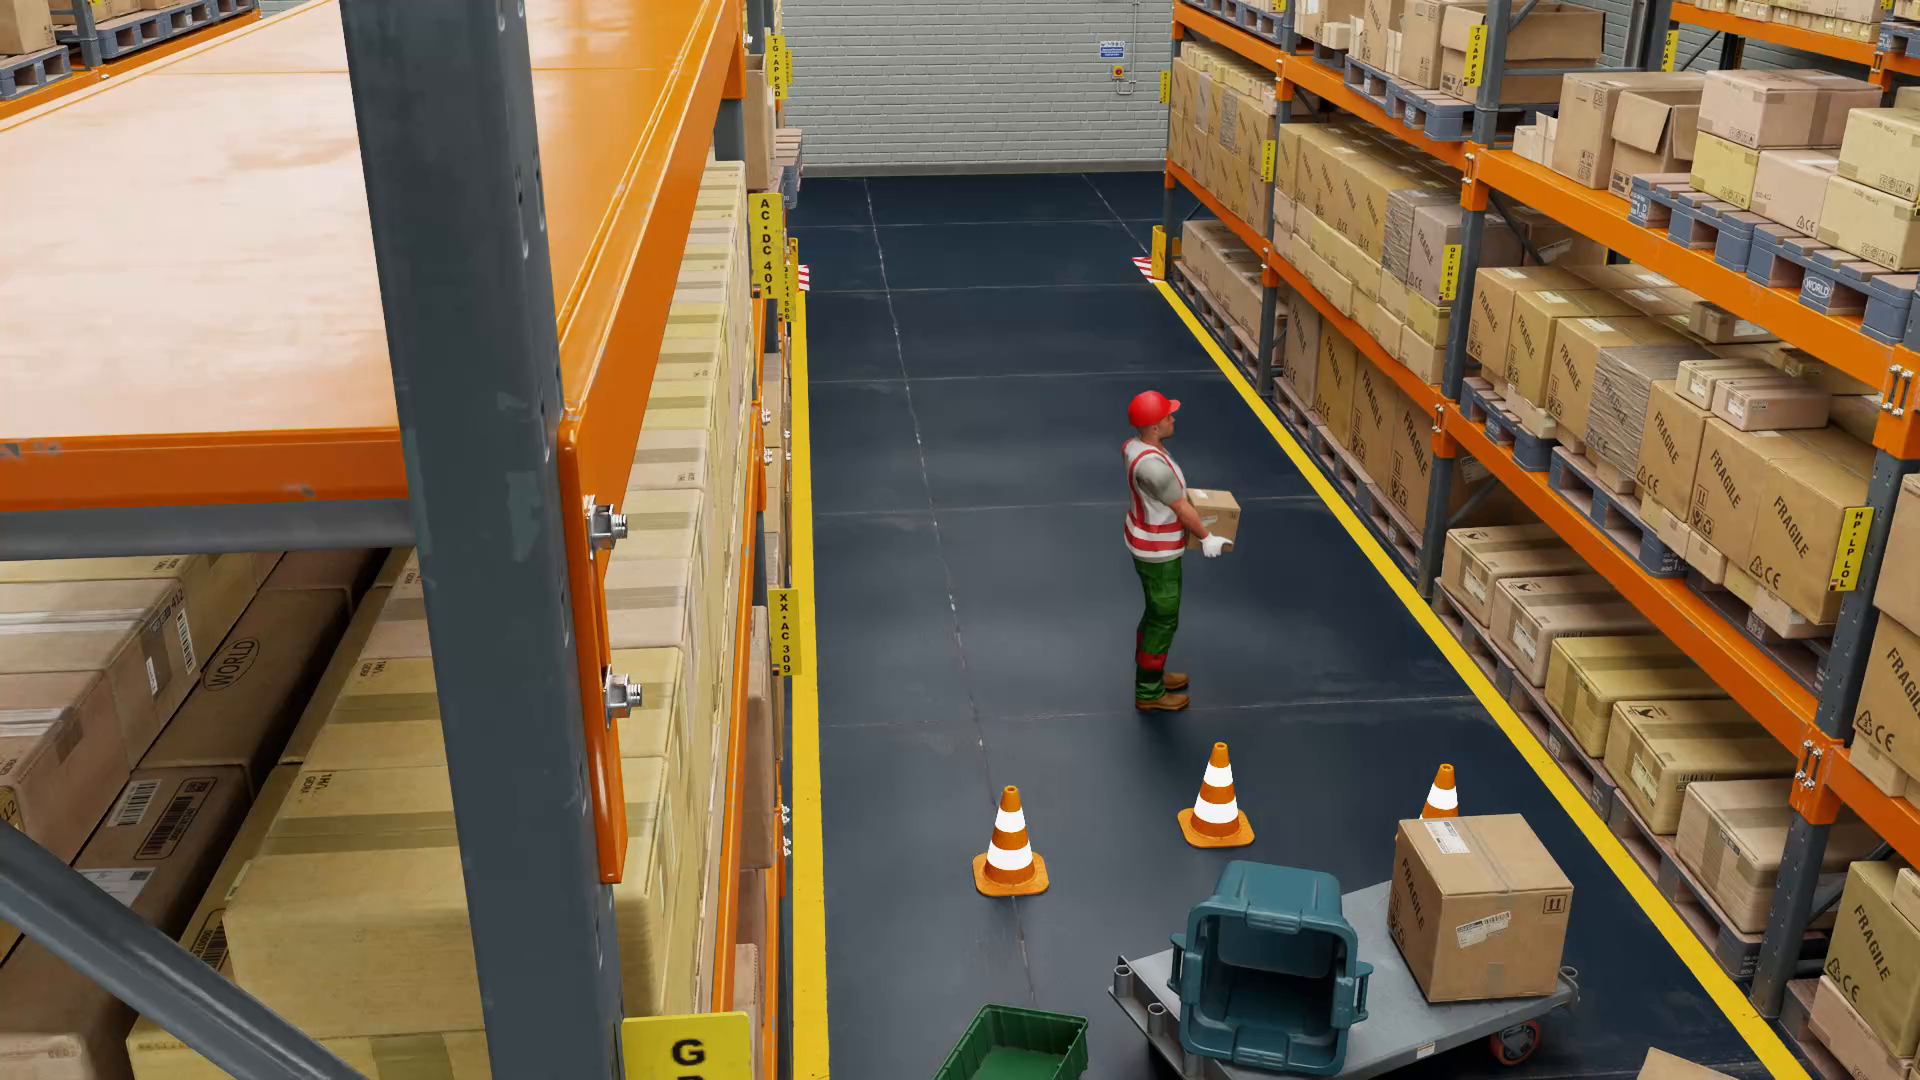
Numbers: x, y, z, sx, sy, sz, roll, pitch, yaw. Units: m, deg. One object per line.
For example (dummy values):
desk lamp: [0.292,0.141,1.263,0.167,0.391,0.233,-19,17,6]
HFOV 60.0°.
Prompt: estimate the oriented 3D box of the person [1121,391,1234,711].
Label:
person: [1.157,0.046,8.972,0.570,1.782,0.494,-2,24,-4]
